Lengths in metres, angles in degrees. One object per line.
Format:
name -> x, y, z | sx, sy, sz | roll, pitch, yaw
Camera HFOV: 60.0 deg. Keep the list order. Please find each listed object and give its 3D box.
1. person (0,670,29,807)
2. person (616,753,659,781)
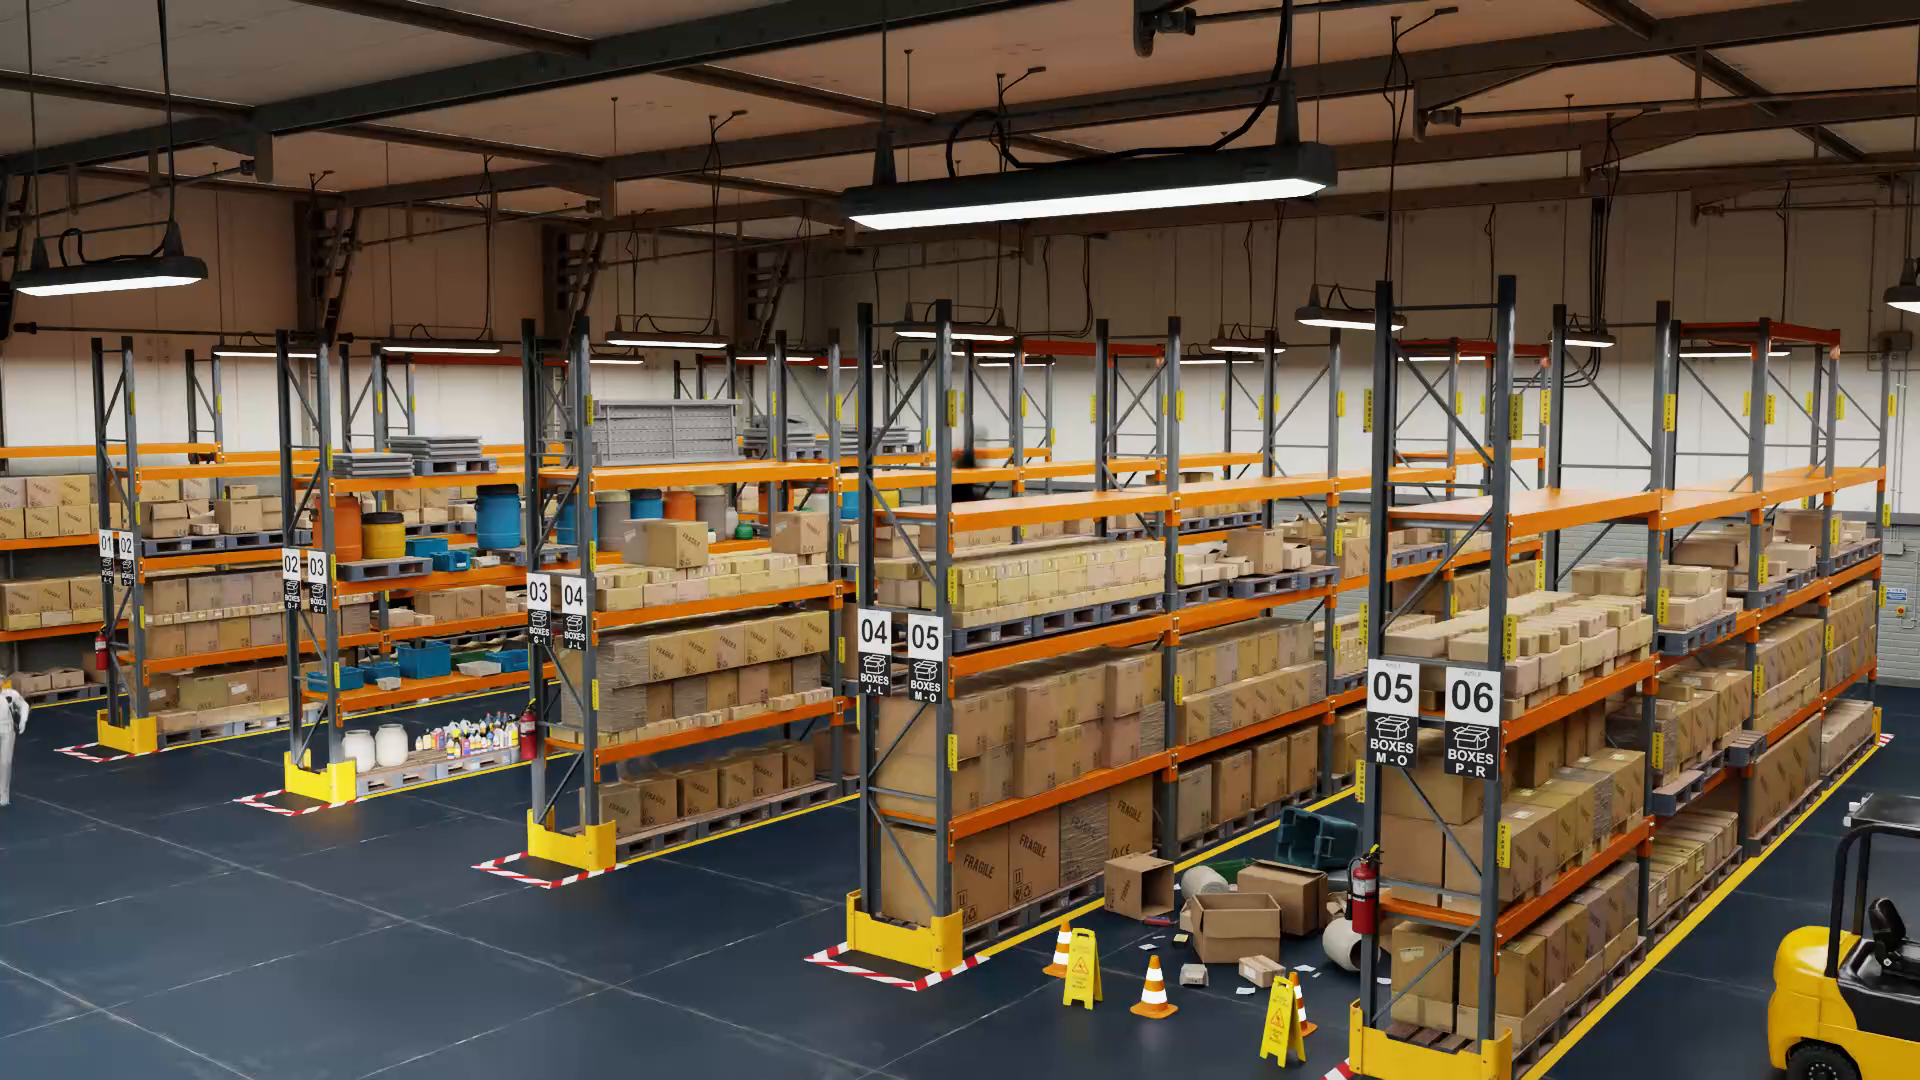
person -> -12.236, 2.480, 21.215 | 0.639, 1.713, 0.814 | -2, 6, -26
person -> -4.057, 2.493, 20.978 | 0.569, 1.741, 0.860 | 3, 6, 32
